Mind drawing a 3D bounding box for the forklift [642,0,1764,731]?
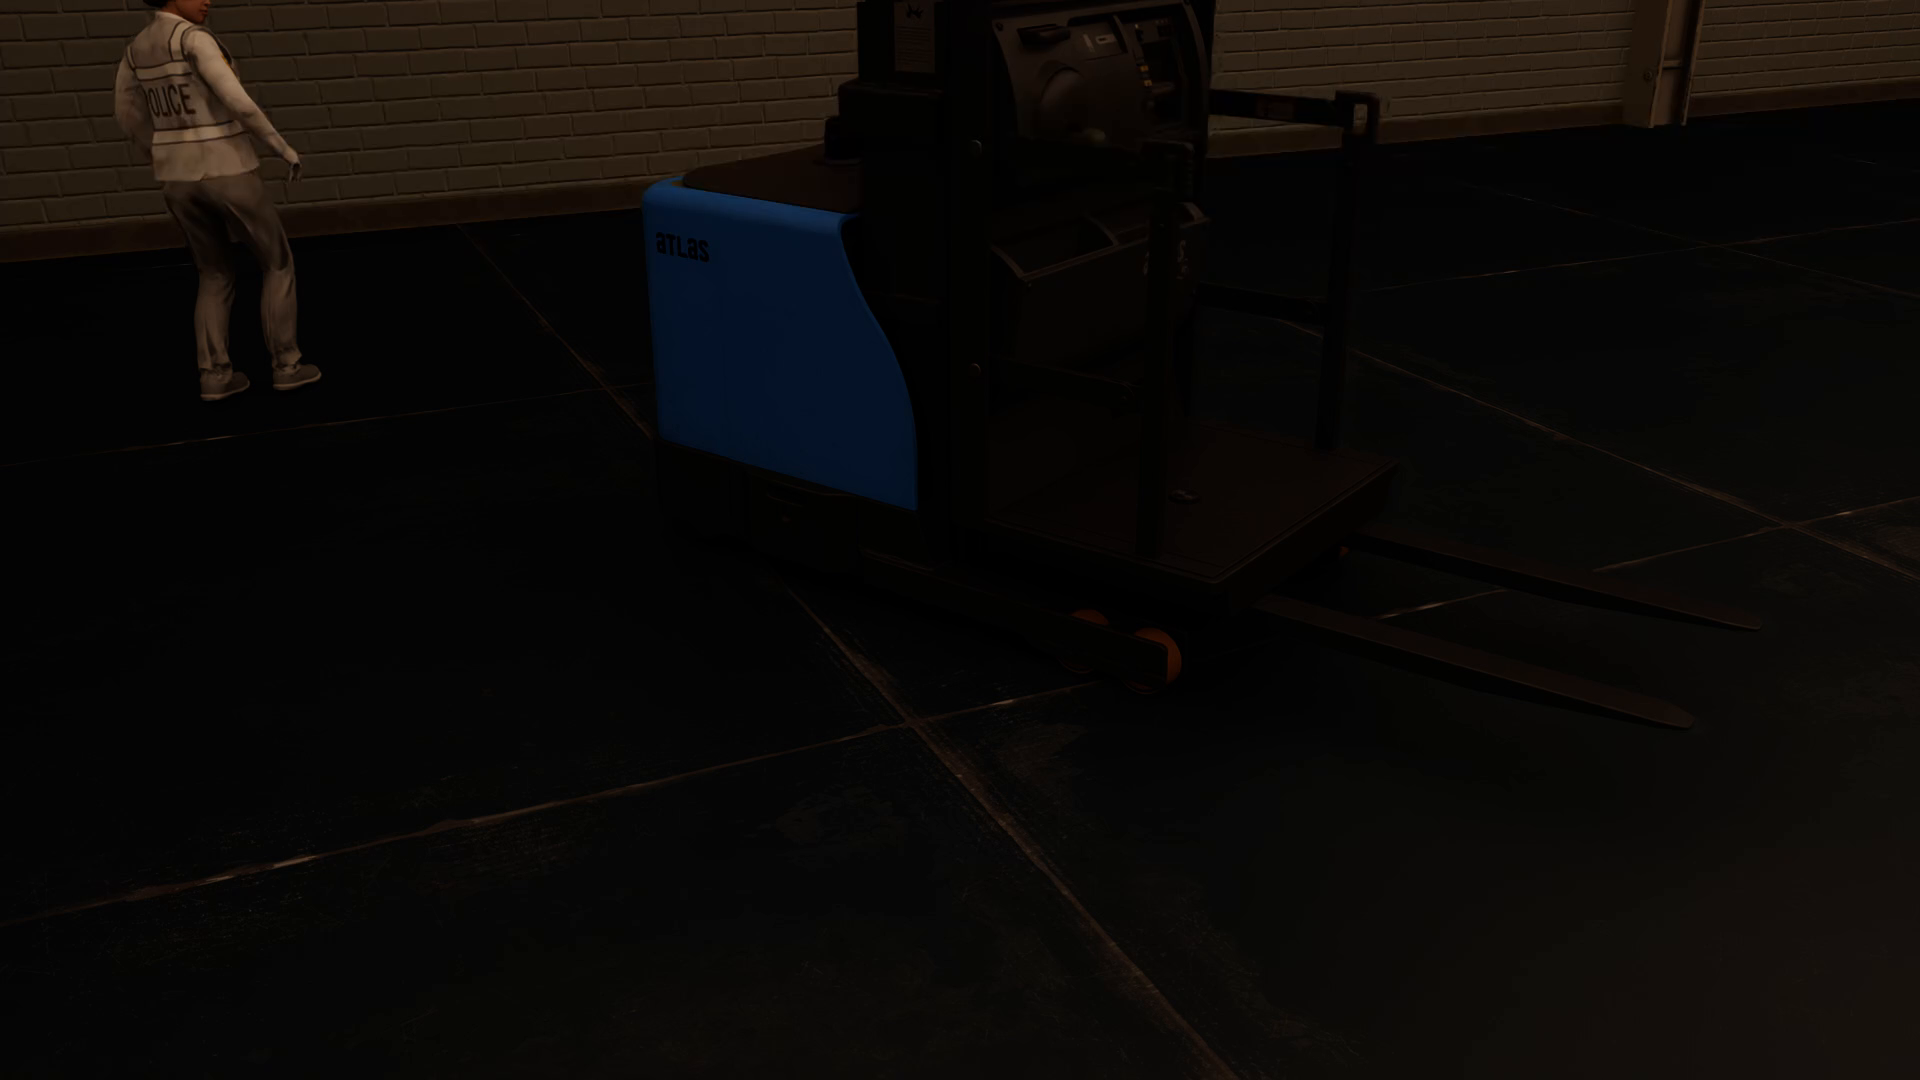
[{"bbox_3d":[0.548,-1.195,4.164,3.031,2.935,1.130,16,27,34],"label":"forklift"}]

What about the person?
[{"bbox_3d":[-2.787,-1.344,6.220,0.693,1.643,0.473,6,23,15],"label":"person"}]
